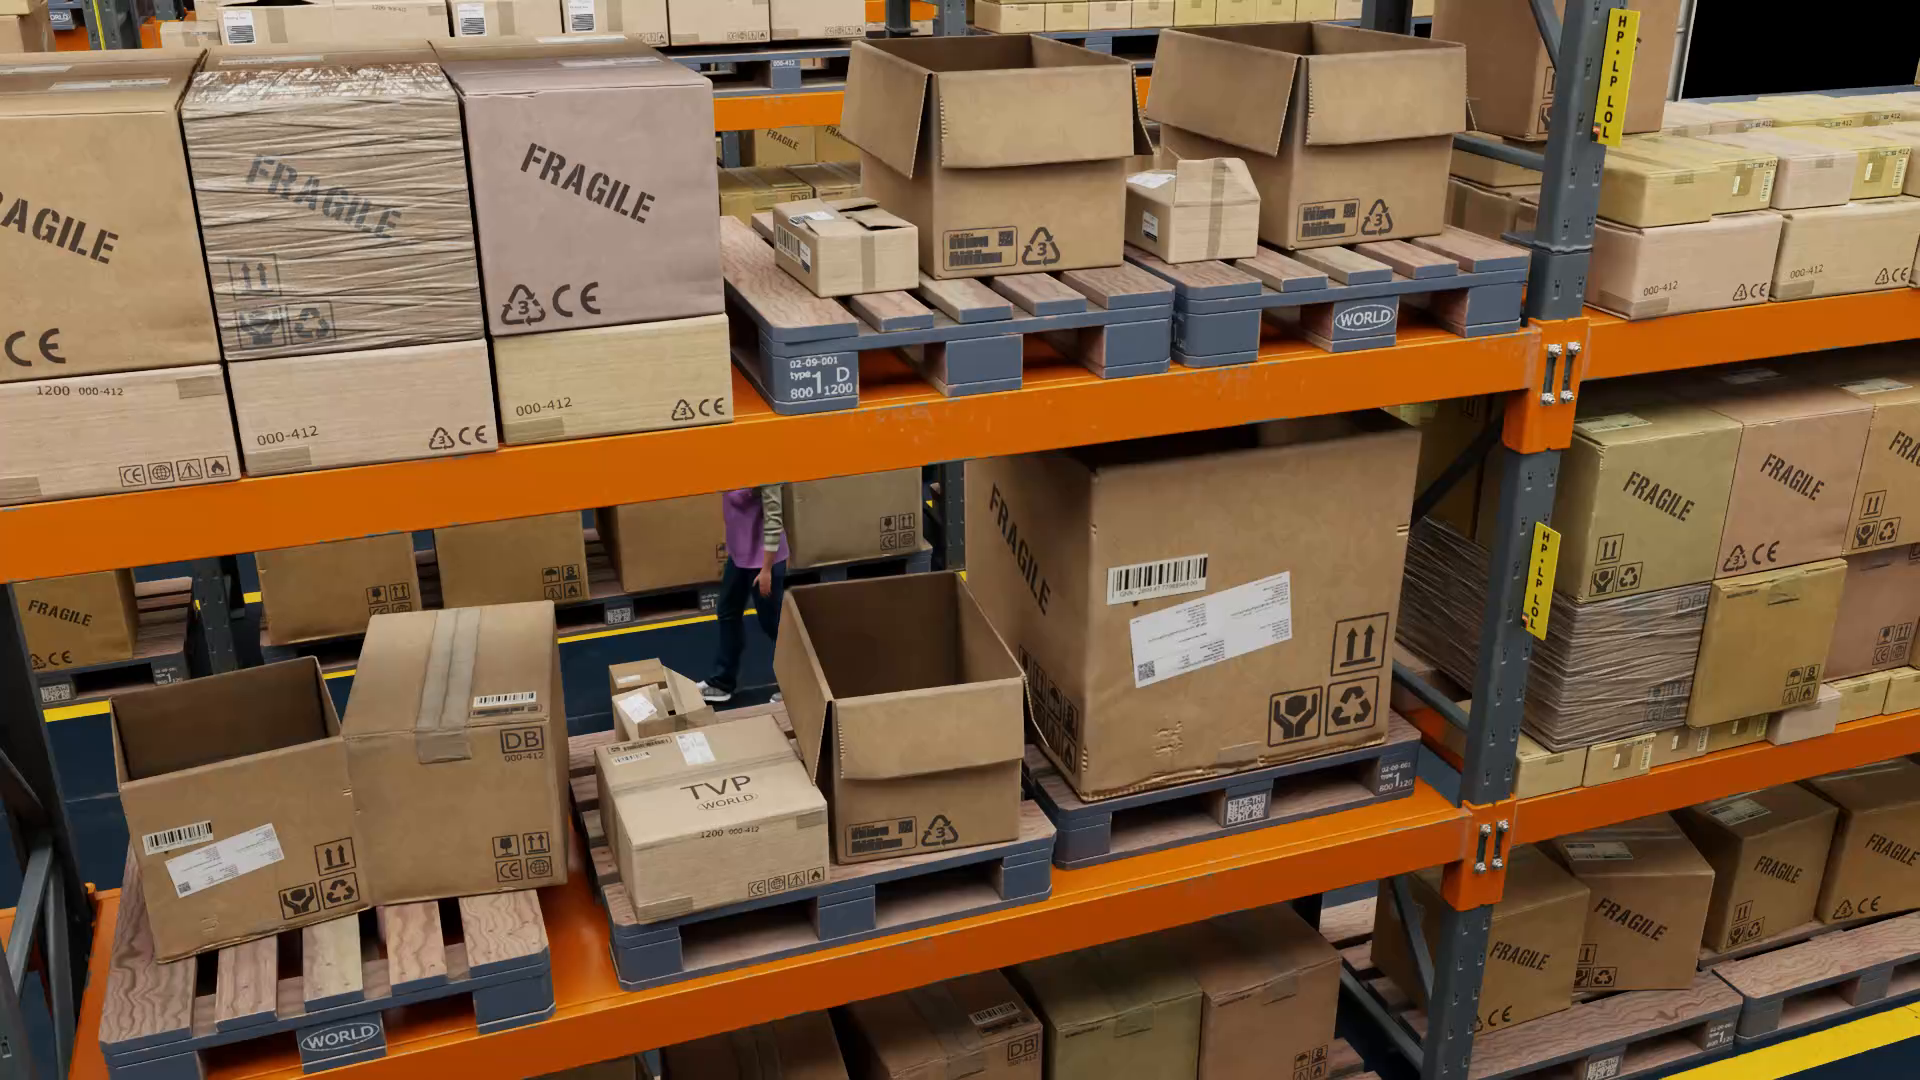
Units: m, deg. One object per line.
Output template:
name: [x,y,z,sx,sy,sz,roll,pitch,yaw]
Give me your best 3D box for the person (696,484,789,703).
person: [-1.036,0.092,8.012,0.701,1.565,0.458,-9,24,-20]
